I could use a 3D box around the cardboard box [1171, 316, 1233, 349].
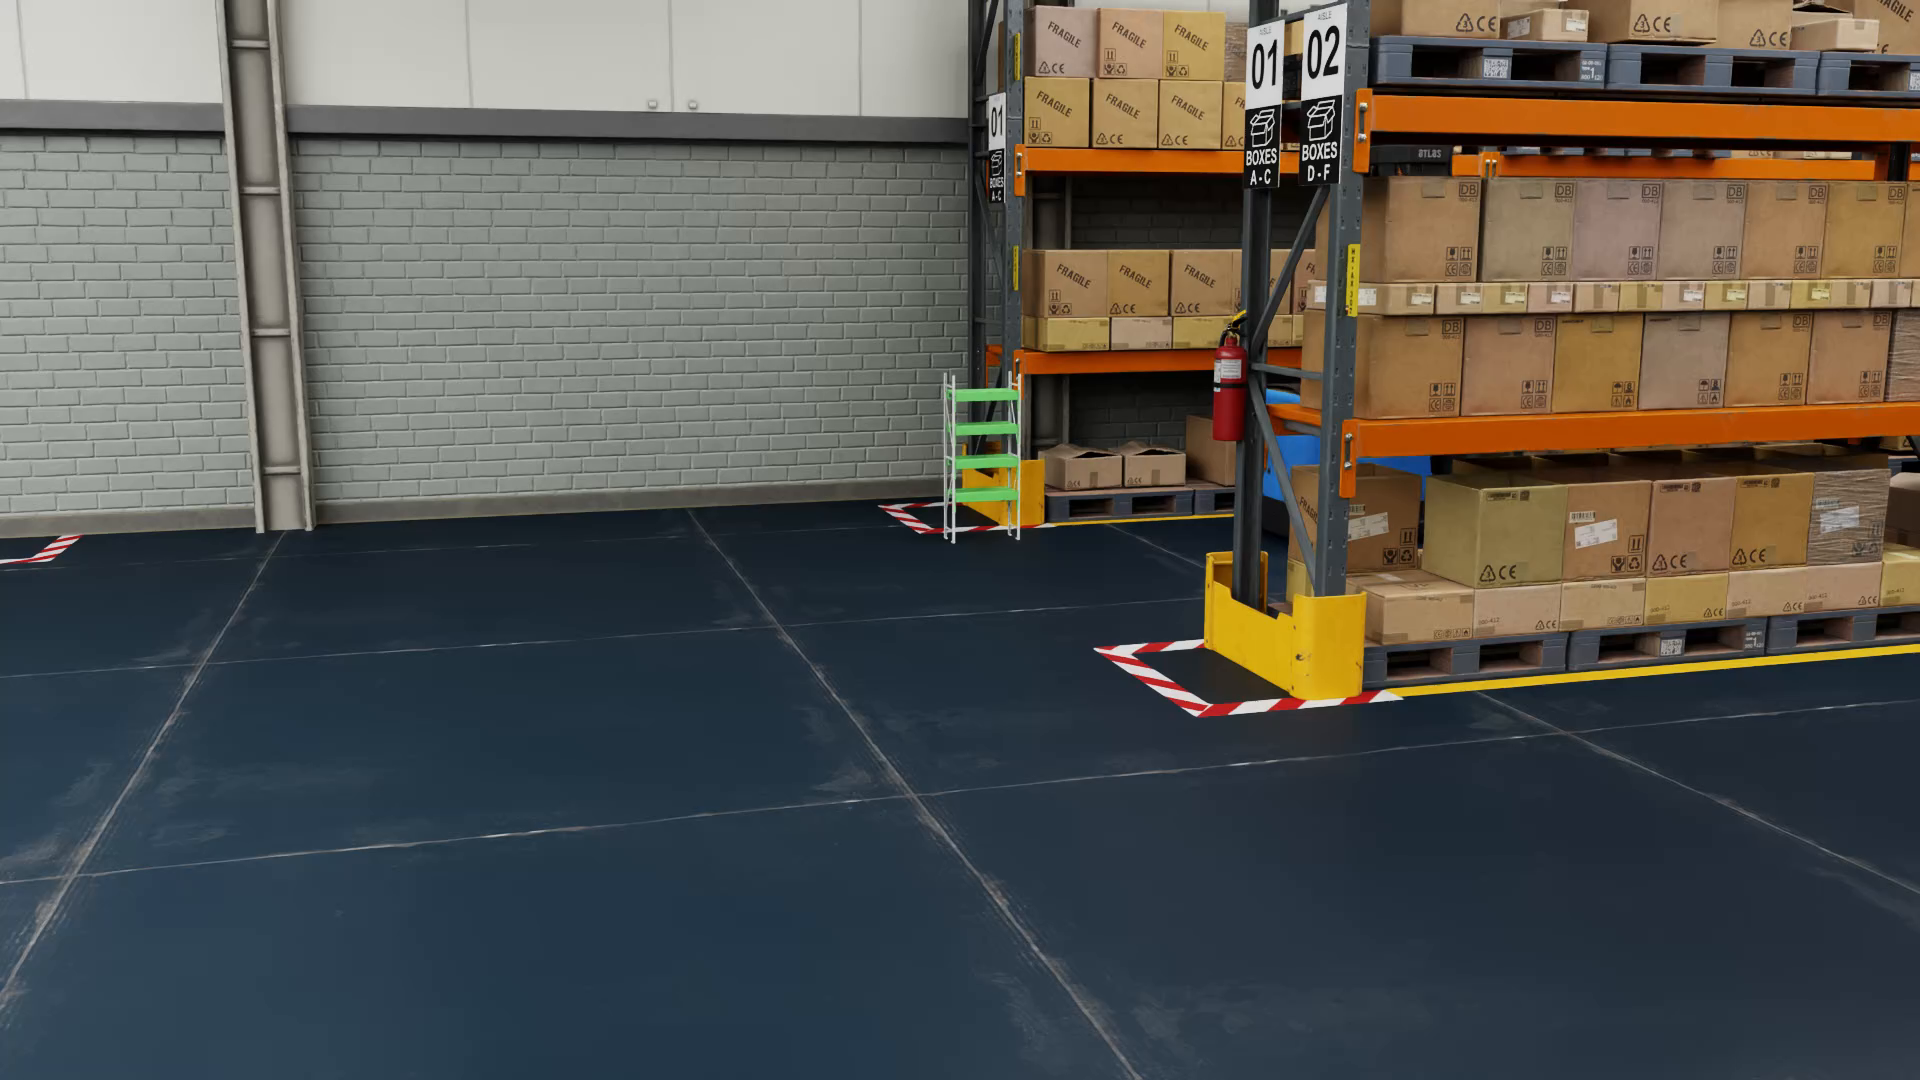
[{"bbox_3d":[1.802,-1.641,13.033,0.500,0.250,0.500,-3,11,-17],"label":"cardboard box"}]

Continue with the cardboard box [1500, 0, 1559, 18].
[{"bbox_3d":[2.680,-2.602,8.477,0.500,0.250,0.500,-3,11,-16],"label":"cardboard box"}]

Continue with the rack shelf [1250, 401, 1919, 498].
[{"bbox_3d":[3.568,-0.568,8.835,4.000,0.370,1.077,-3,11,-16],"label":"rack shelf"}]

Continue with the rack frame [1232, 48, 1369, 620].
[{"bbox_3d":[1.648,-0.821,8.220,0.127,3.000,1.000,-3,11,-16],"label":"rack frame"}]

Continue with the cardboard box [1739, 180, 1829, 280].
[{"bbox_3d":[4.098,-1.636,8.788,0.500,0.500,0.700,-3,11,-16],"label":"cardboard box"}]

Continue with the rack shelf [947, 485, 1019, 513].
[{"bbox_3d":[0.159,-0.300,12.038,0.480,0.148,0.258,-3,11,-16],"label":"rack shelf"}]

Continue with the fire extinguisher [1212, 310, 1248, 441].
[{"bbox_3d":[1.405,-0.857,8.633,0.183,0.674,0.296,-3,11,-16],"label":"fire extinguisher"}]

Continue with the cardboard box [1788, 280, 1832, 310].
[{"bbox_3d":[4.310,-1.289,8.696,0.250,0.149,0.380,-3,11,-16],"label":"cardboard box"}]

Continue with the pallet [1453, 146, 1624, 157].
[{"bbox_3d":[4.723,-3.280,13.810,1.003,0.211,1.213,-3,11,-16],"label":"pallet"}]

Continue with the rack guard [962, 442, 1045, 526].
[{"bbox_3d":[0.333,-0.456,13.144,0.348,0.500,1.175,-3,11,-16],"label":"rack guard"}]

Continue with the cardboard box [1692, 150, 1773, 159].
[{"bbox_3d":[6.670,-3.573,14.544,0.637,0.503,0.797,-1,11,-8],"label":"cardboard box"}]

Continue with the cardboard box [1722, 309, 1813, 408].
[{"bbox_3d":[4.077,-0.996,8.897,0.500,0.500,0.700,-3,11,-15],"label":"cardboard box"}]

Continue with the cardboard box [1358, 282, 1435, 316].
[{"bbox_3d":[2.085,-1.171,8.056,0.250,0.149,0.380,-3,11,-16],"label":"cardboard box"}]

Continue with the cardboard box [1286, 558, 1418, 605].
[{"bbox_3d":[2.080,0.247,8.857,0.500,0.250,0.500,-3,11,-16],"label":"cardboard box"}]

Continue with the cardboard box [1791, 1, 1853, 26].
[{"bbox_3d":[4.413,-2.723,8.967,0.500,0.311,0.500,-4,11,-19],"label":"cardboard box"}]

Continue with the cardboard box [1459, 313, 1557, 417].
[{"bbox_3d":[2.603,-0.919,8.476,0.500,0.500,0.700,-3,11,-14],"label":"cardboard box"}]

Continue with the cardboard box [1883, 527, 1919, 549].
[{"bbox_3d":[5.806,0.051,9.918,0.500,0.250,0.500,-3,11,-16],"label":"cardboard box"}]

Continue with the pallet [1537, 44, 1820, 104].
[{"bbox_3d":[3.508,-2.346,8.465,1.213,0.211,1.003,-3,11,-16],"label":"pallet"}]

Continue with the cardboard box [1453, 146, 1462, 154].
[{"bbox_3d":[3.682,-3.350,13.341,0.500,0.500,0.500,-3,11,-14],"label":"cardboard box"}]

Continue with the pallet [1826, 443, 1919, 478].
[{"bbox_3d":[8.719,-0.742,15.493,1.213,0.211,1.003,-3,11,-16],"label":"pallet"}]

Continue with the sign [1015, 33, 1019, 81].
[{"bbox_3d":[0.412,-3.492,12.033,0.005,0.325,0.100,-3,11,-16],"label":"sign"}]

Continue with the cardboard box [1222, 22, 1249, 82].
[{"bbox_3d":[2.086,-3.850,13.295,0.500,0.500,0.500,-3,11,-16],"label":"cardboard box"}]

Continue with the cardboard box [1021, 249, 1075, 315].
[{"bbox_3d":[0.653,-2.047,13.171,0.500,0.500,0.500,-3,11,-17],"label":"cardboard box"}]

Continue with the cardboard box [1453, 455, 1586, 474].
[{"bbox_3d":[3.036,-0.176,9.080,0.500,0.500,0.500,-3,11,-16],"label":"cardboard box"}]

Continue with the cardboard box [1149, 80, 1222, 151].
[{"bbox_3d":[1.674,-3.237,12.730,0.500,0.500,0.500,-2,11,-13],"label":"cardboard box"}]

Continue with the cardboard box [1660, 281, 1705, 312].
[{"bbox_3d":[3.561,-1.249,8.478,0.250,0.149,0.380,-3,11,-15],"label":"cardboard box"}]

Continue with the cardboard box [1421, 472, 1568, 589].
[{"bbox_3d":[2.705,-0.058,8.439,0.500,0.500,0.500,-3,11,-16],"label":"cardboard box"}]

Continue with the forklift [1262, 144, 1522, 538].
[{"bbox_3d":[3.646,-1.537,12.298,3.031,2.935,1.130,-3,11,-17],"label":"forklift"}]

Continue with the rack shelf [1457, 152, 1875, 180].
[{"bbox_3d":[6.021,-3.107,14.339,4.000,0.370,1.077,-3,11,-16],"label":"rack shelf"}]

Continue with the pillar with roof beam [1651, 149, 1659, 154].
[{"bbox_3d":[7.654,-4.373,10.947,0.400,9.000,9.100,-3,11,-16],"label":"pillar with roof beam"}]

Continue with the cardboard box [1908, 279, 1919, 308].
[{"bbox_3d":[5.049,-1.328,8.908,0.250,0.149,0.380,-3,11,-17],"label":"cardboard box"}]

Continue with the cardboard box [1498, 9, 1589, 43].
[{"bbox_3d":[2.827,-2.477,8.077,0.250,0.149,0.380,-3,11,-16],"label":"cardboard box"}]

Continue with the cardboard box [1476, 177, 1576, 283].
[{"bbox_3d":[2.654,-1.560,8.374,0.500,0.500,0.700,-3,11,-17],"label":"cardboard box"}]

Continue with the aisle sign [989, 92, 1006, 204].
[{"bbox_3d":[0.275,-2.904,12.358,0.004,0.787,0.394,-3,11,-16],"label":"aisle sign"}]

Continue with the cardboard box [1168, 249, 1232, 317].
[{"bbox_3d":[1.777,-2.007,12.950,0.500,0.500,0.500,-3,11,-18],"label":"cardboard box"}]

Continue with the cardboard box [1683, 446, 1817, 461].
[{"bbox_3d":[4.478,-0.250,9.486,0.500,0.500,0.500,-3,11,-16],"label":"cardboard box"}]

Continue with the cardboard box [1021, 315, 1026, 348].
[{"bbox_3d":[0.654,-1.675,13.220,0.500,0.250,0.500,-3,11,-15],"label":"cardboard box"}]

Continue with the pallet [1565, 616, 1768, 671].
[{"bbox_3d":[3.540,0.444,9.054,1.213,0.211,1.003,-3,11,-16],"label":"pallet"}]

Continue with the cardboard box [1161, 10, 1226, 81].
[{"bbox_3d":[1.682,-3.729,12.642,0.500,0.500,0.500,-3,11,-14],"label":"cardboard box"}]

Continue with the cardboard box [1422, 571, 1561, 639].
[{"bbox_3d":[2.704,0.311,8.509,0.500,0.250,0.500,-3,11,-16],"label":"cardboard box"}]

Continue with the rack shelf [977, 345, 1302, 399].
[{"bbox_3d":[2.180,-1.429,13.511,4.000,0.370,1.077,-3,11,-16],"label":"rack shelf"}]

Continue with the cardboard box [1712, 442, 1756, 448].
[{"bbox_3d":[6.737,-1.022,15.003,0.500,0.500,0.700,-3,11,-16],"label":"cardboard box"}]

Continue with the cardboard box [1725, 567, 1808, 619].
[{"bbox_3d":[4.146,0.236,8.917,0.500,0.250,0.500,-3,11,-16],"label":"cardboard box"}]

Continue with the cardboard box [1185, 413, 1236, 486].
[{"bbox_3d":[2.215,-0.745,13.499,0.500,0.500,0.700,-4,11,-20],"label":"cardboard box"}]

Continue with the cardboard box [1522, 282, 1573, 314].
[{"bbox_3d":[2.820,-1.210,8.266,0.250,0.149,0.380,-3,11,-17],"label":"cardboard box"}]

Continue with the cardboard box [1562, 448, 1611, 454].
[{"bbox_3d":[5.285,-0.946,14.590,0.500,0.500,0.700,-3,11,-17],"label":"cardboard box"}]

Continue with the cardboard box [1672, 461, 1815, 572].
[{"bbox_3d":[4.142,-0.135,8.861,0.500,0.500,0.500,-3,11,-16],"label":"cardboard box"}]

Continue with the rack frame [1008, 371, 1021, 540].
[{"bbox_3d":[0.393,-0.611,12.050,0.015,1.200,0.240,-3,11,-16],"label":"rack frame"}]

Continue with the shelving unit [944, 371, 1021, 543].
[{"bbox_3d":[0.159,-0.598,11.983,0.503,1.200,0.258,-3,11,-16],"label":"shelving unit"}]
